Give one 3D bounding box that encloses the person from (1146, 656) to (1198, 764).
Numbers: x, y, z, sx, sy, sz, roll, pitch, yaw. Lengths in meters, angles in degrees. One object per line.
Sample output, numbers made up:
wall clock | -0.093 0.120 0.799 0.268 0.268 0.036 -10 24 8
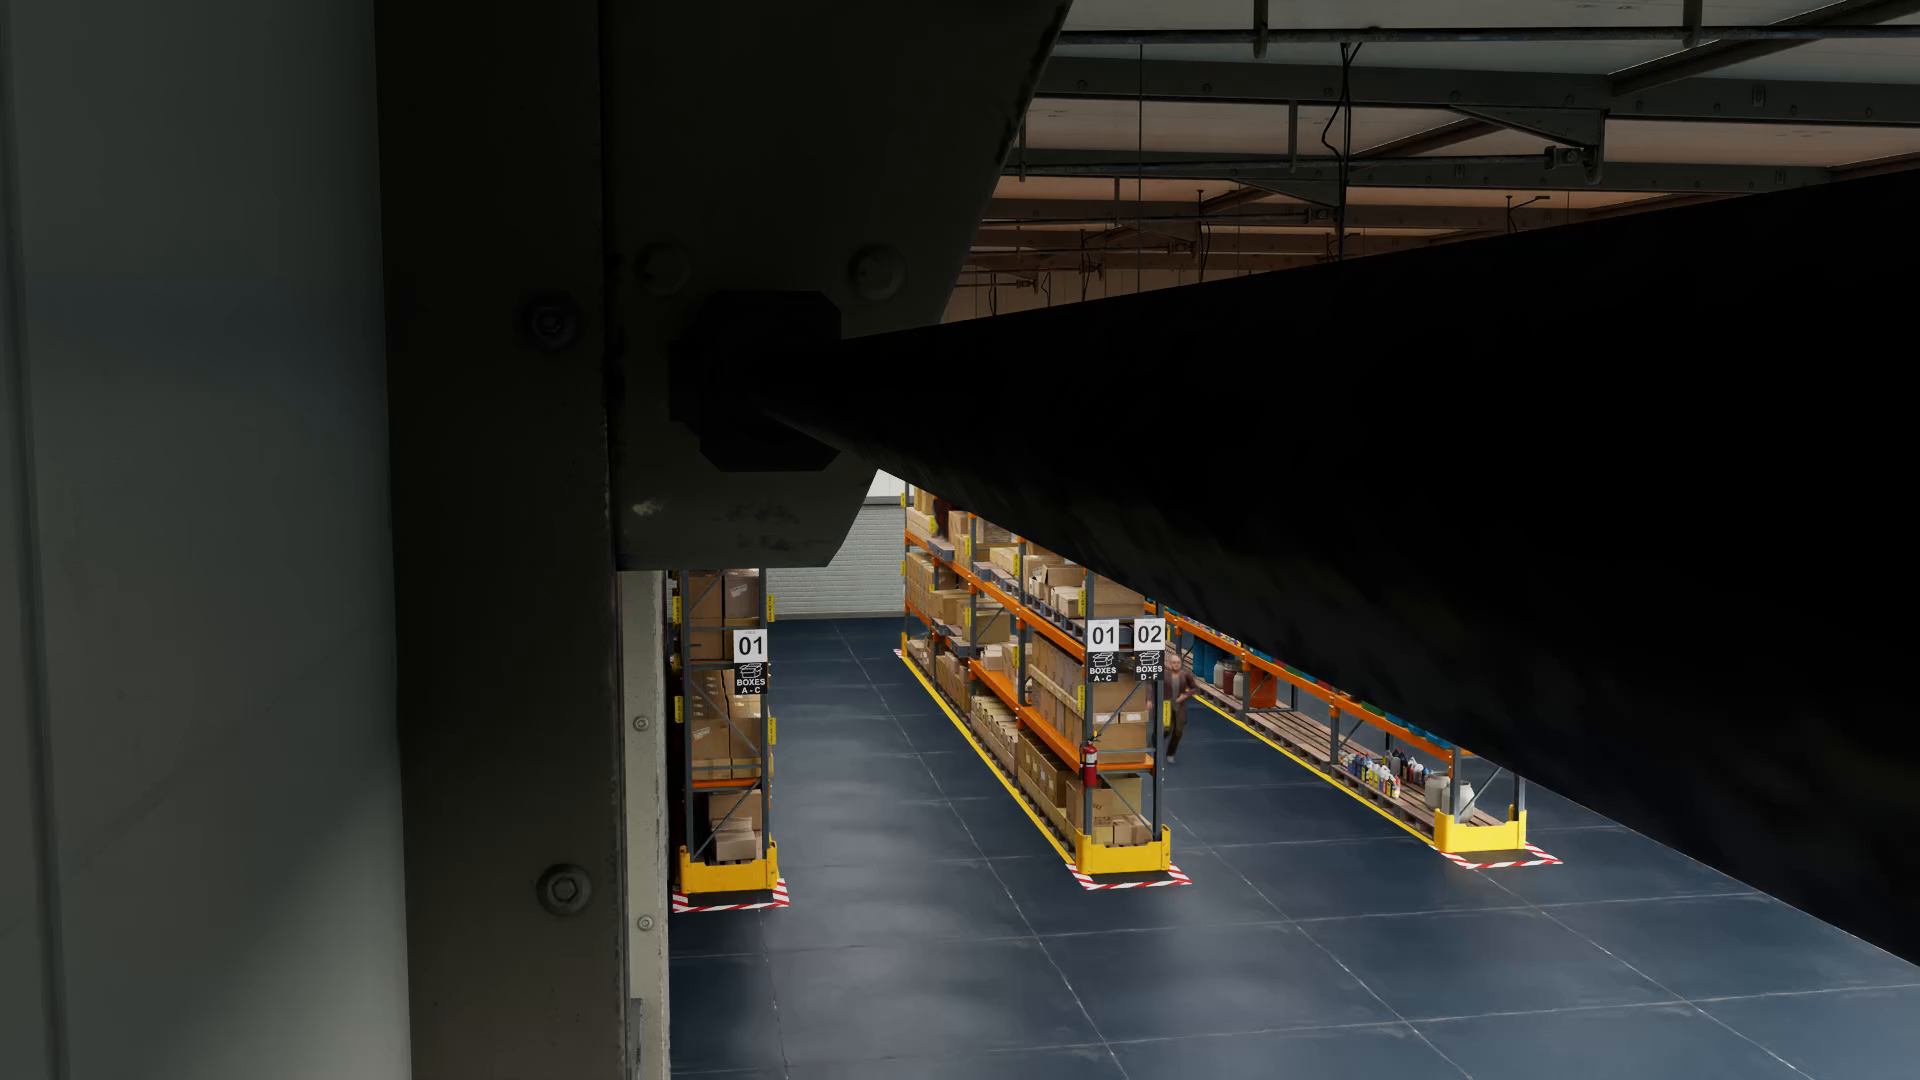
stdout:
person | 3.413 2.720 26.736 0.819 1.735 0.554 -1 6 -12
